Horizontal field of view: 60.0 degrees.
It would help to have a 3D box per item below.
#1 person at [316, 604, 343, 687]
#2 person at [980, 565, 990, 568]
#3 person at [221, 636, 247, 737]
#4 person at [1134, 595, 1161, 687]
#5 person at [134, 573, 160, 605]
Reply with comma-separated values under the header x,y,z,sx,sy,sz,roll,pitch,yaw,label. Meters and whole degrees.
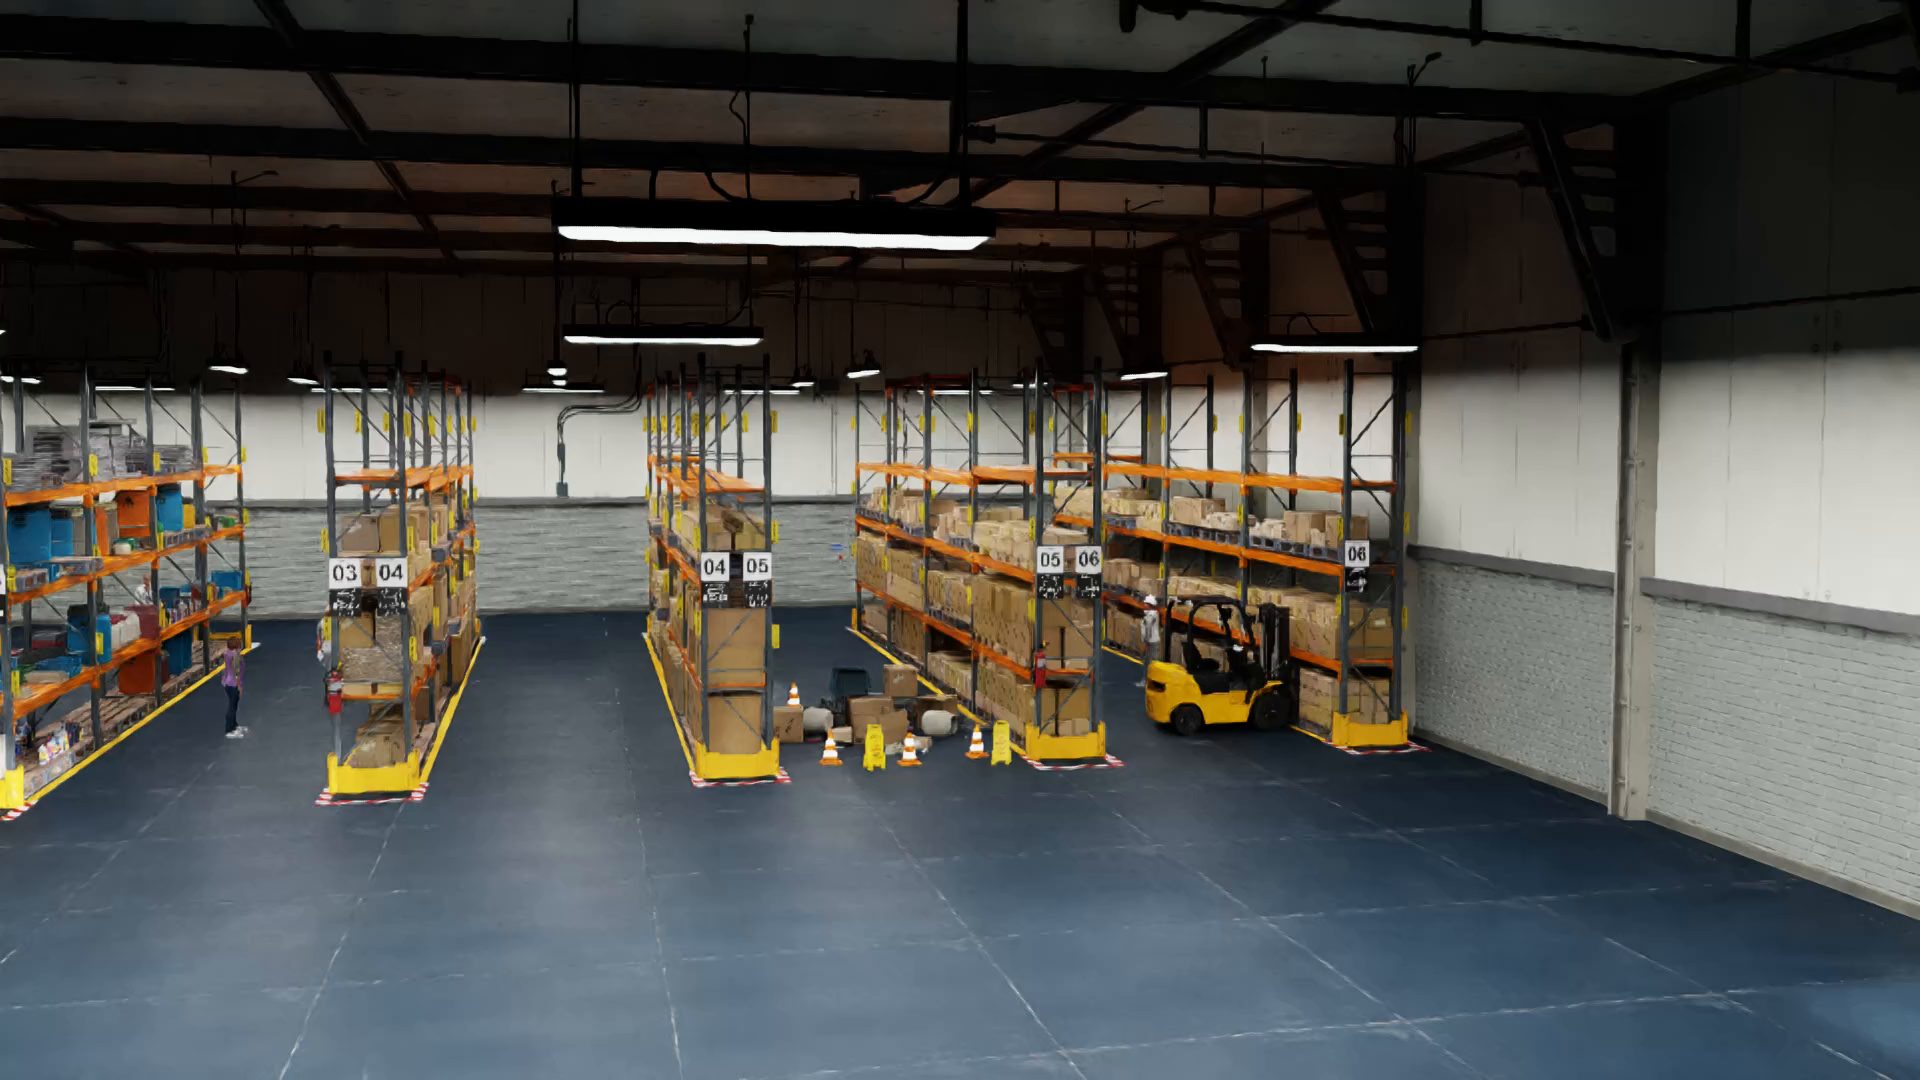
x,y,z,sx,sy,sz,roll,pitch,yaw,label
-11.508,2.015,30.479,0.553,1.706,1.123,-1,4,-11,person
0.716,1.158,42.738,0.708,1.762,0.585,-3,5,-41,person
-11.620,2.333,26.677,0.419,1.603,0.504,-4,5,-42,person
3.561,1.923,31.362,0.583,1.768,0.630,1,4,12,person
-17.935,1.572,36.768,0.599,1.696,1.174,-1,4,-10,person
